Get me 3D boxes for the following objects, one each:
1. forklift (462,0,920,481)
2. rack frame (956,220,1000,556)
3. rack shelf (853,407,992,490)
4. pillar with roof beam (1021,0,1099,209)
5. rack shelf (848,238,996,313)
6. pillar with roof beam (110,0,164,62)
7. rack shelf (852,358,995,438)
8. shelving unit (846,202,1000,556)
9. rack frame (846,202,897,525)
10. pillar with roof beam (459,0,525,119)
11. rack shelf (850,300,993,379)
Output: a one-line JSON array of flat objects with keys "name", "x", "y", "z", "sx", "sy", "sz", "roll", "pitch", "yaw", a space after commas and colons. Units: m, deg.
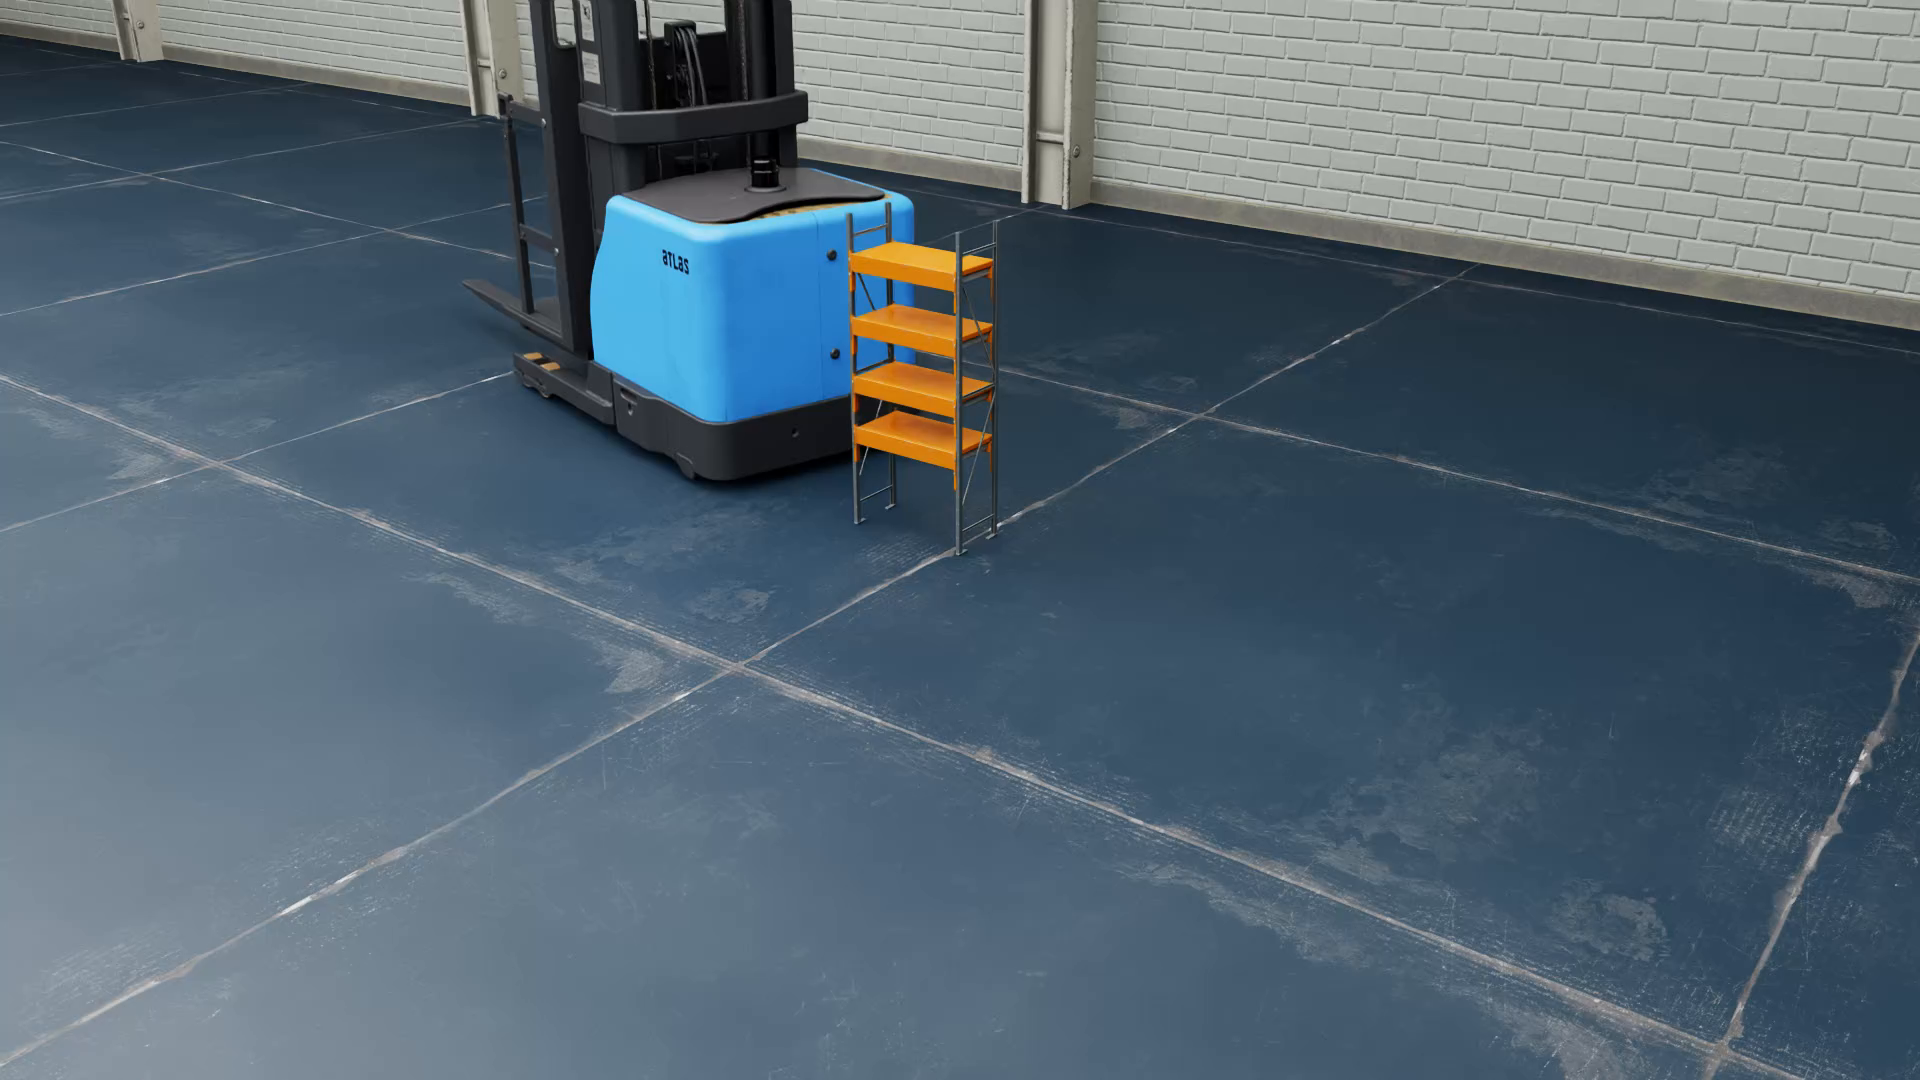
[{"name": "forklift", "x": -1.461, "y": -2.108, "z": 7.398, "sx": 1.130, "sy": 2.935, "sz": 3.031, "roll": -17, "pitch": 29, "yaw": -34}, {"name": "rack frame", "x": 0.063, "y": -0.530, "z": 5.965, "sx": 0.015, "sy": 1.200, "sz": 0.240, "roll": 17, "pitch": 29, "yaw": 33}, {"name": "rack shelf", "x": -0.132, "y": -0.346, "z": 6.206, "sx": 0.480, "sy": 0.148, "sz": 0.258, "roll": 17, "pitch": 29, "yaw": 33}, {"name": "pillar with roof beam", "x": -1.907, "y": -5.089, "z": 6.639, "sx": 0.400, "sy": 9.000, "sz": 9.100, "roll": 17, "pitch": 29, "yaw": 33}, {"name": "rack shelf", "x": -0.132, "y": -0.949, "z": 5.940, "sx": 0.480, "sy": 0.148, "sz": 0.258, "roll": 17, "pitch": 29, "yaw": 33}, {"name": "pillar with roof beam", "x": -11.510, "y": -7.990, "z": 13.225, "sx": 0.400, "sy": 9.000, "sz": 9.100, "roll": 17, "pitch": 29, "yaw": 33}, {"name": "rack shelf", "x": -0.132, "y": -0.528, "z": 6.126, "sx": 0.480, "sy": 0.148, "sz": 0.258, "roll": 17, "pitch": 29, "yaw": 33}, {"name": "shelving unit", "x": -0.132, "y": -0.589, "z": 6.099, "sx": 0.503, "sy": 1.200, "sz": 0.258, "roll": 17, "pitch": 29, "yaw": 33}, {"name": "rack frame", "x": -0.328, "y": -0.648, "z": 6.233, "sx": 0.015, "sy": 1.200, "sz": 0.240, "roll": 17, "pitch": 29, "yaw": 33}, {"name": "pillar with roof beam", "x": -6.708, "y": -6.540, "z": 9.932, "sx": 0.400, "sy": 9.000, "sz": 9.100, "roll": 17, "pitch": 29, "yaw": 33}, {"name": "rack shelf", "x": -0.132, "y": -0.732, "z": 6.036, "sx": 0.480, "sy": 0.148, "sz": 0.258, "roll": 17, "pitch": 29, "yaw": 33}]
